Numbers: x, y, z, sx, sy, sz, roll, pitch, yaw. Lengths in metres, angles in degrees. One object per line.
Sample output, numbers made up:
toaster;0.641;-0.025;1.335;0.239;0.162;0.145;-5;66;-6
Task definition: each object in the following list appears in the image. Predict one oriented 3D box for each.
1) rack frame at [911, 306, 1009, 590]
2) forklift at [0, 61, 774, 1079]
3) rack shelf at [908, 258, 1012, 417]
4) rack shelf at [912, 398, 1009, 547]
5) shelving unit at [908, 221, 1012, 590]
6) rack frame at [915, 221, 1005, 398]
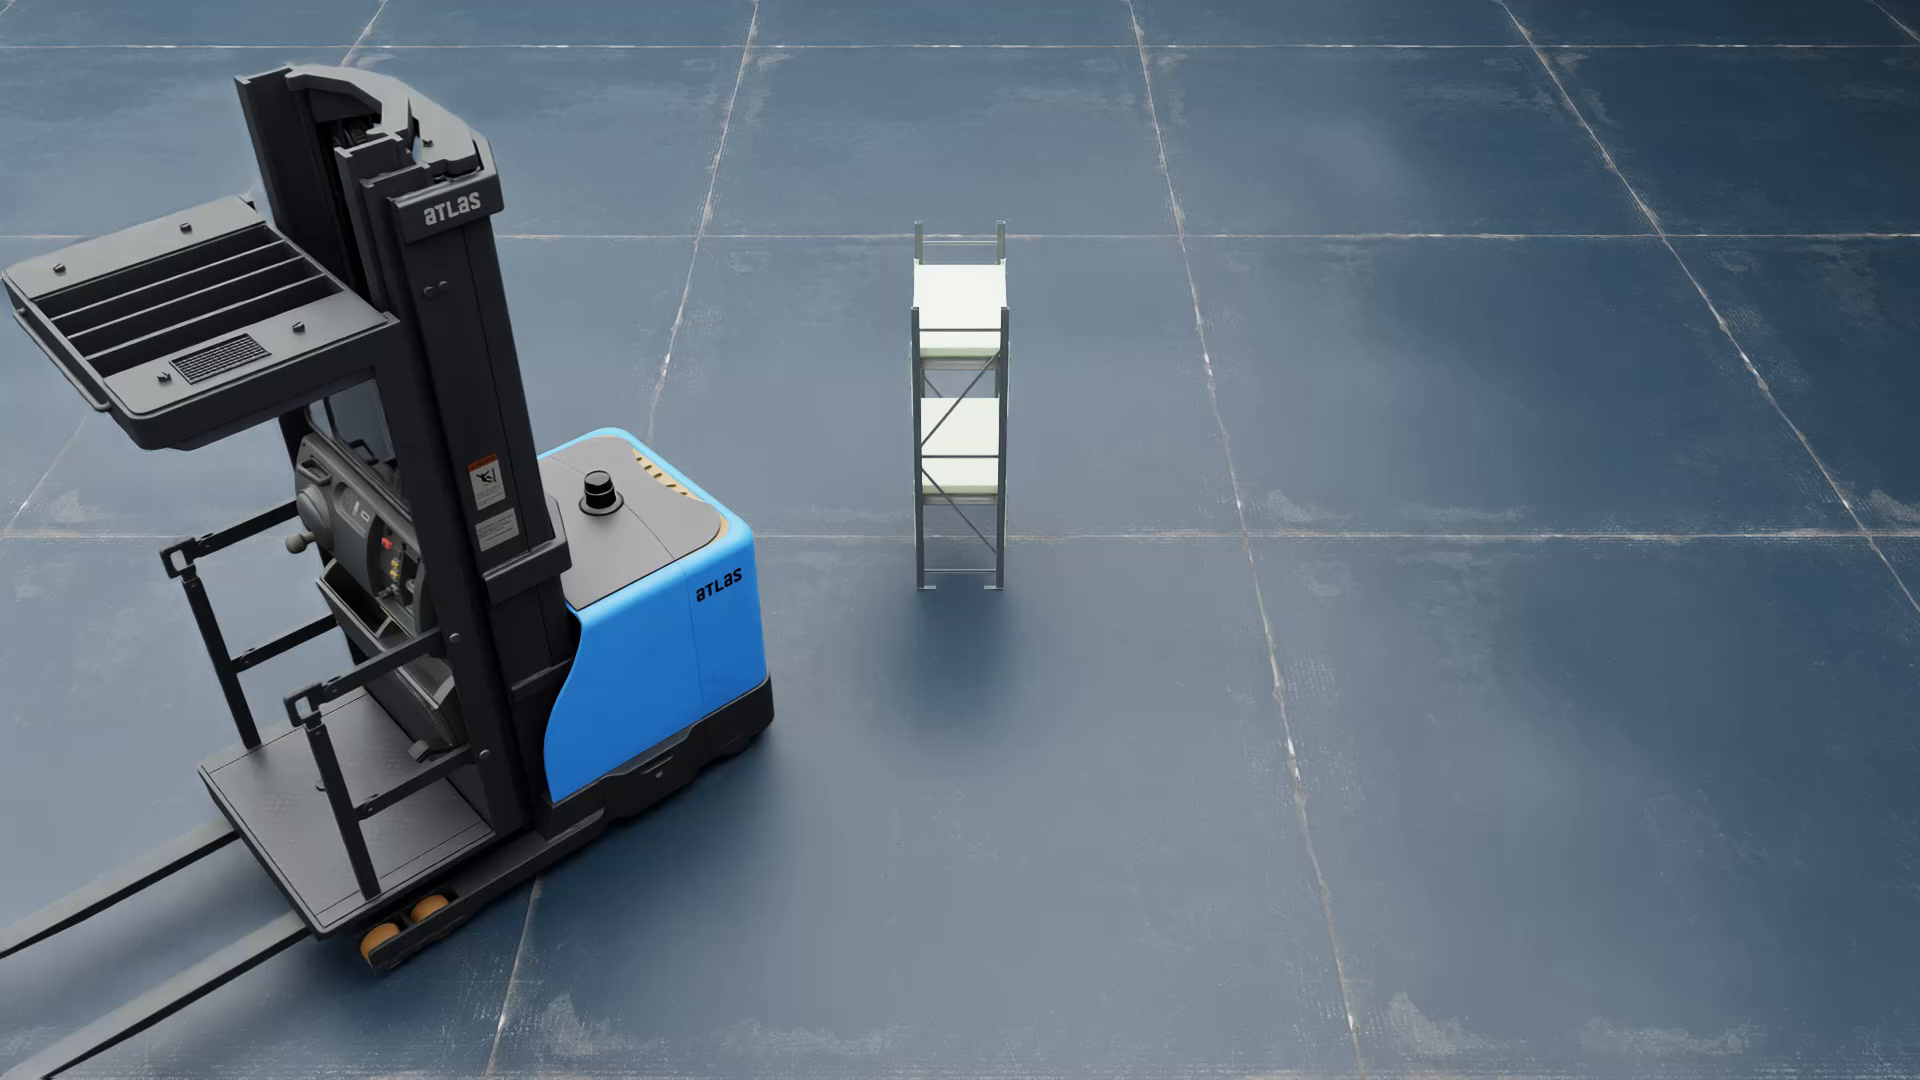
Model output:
rack frame;0.000;-0.361;7.246;0.400;1.500;0.023;0;39;0
forklift;-2.209;0.045;5.596;3.031;2.935;1.130;-30;47;-32
rack shelf;0.000;-0.894;7.288;0.431;0.370;0.720;0;39;0
rack shelf;0.000;-0.335;7.736;0.431;0.370;0.720;0;39;0
shelving unit;0.000;-0.589;7.532;0.431;1.500;0.755;0;39;0
rack frame;0.000;-0.818;7.817;0.400;1.500;0.023;0;39;0
